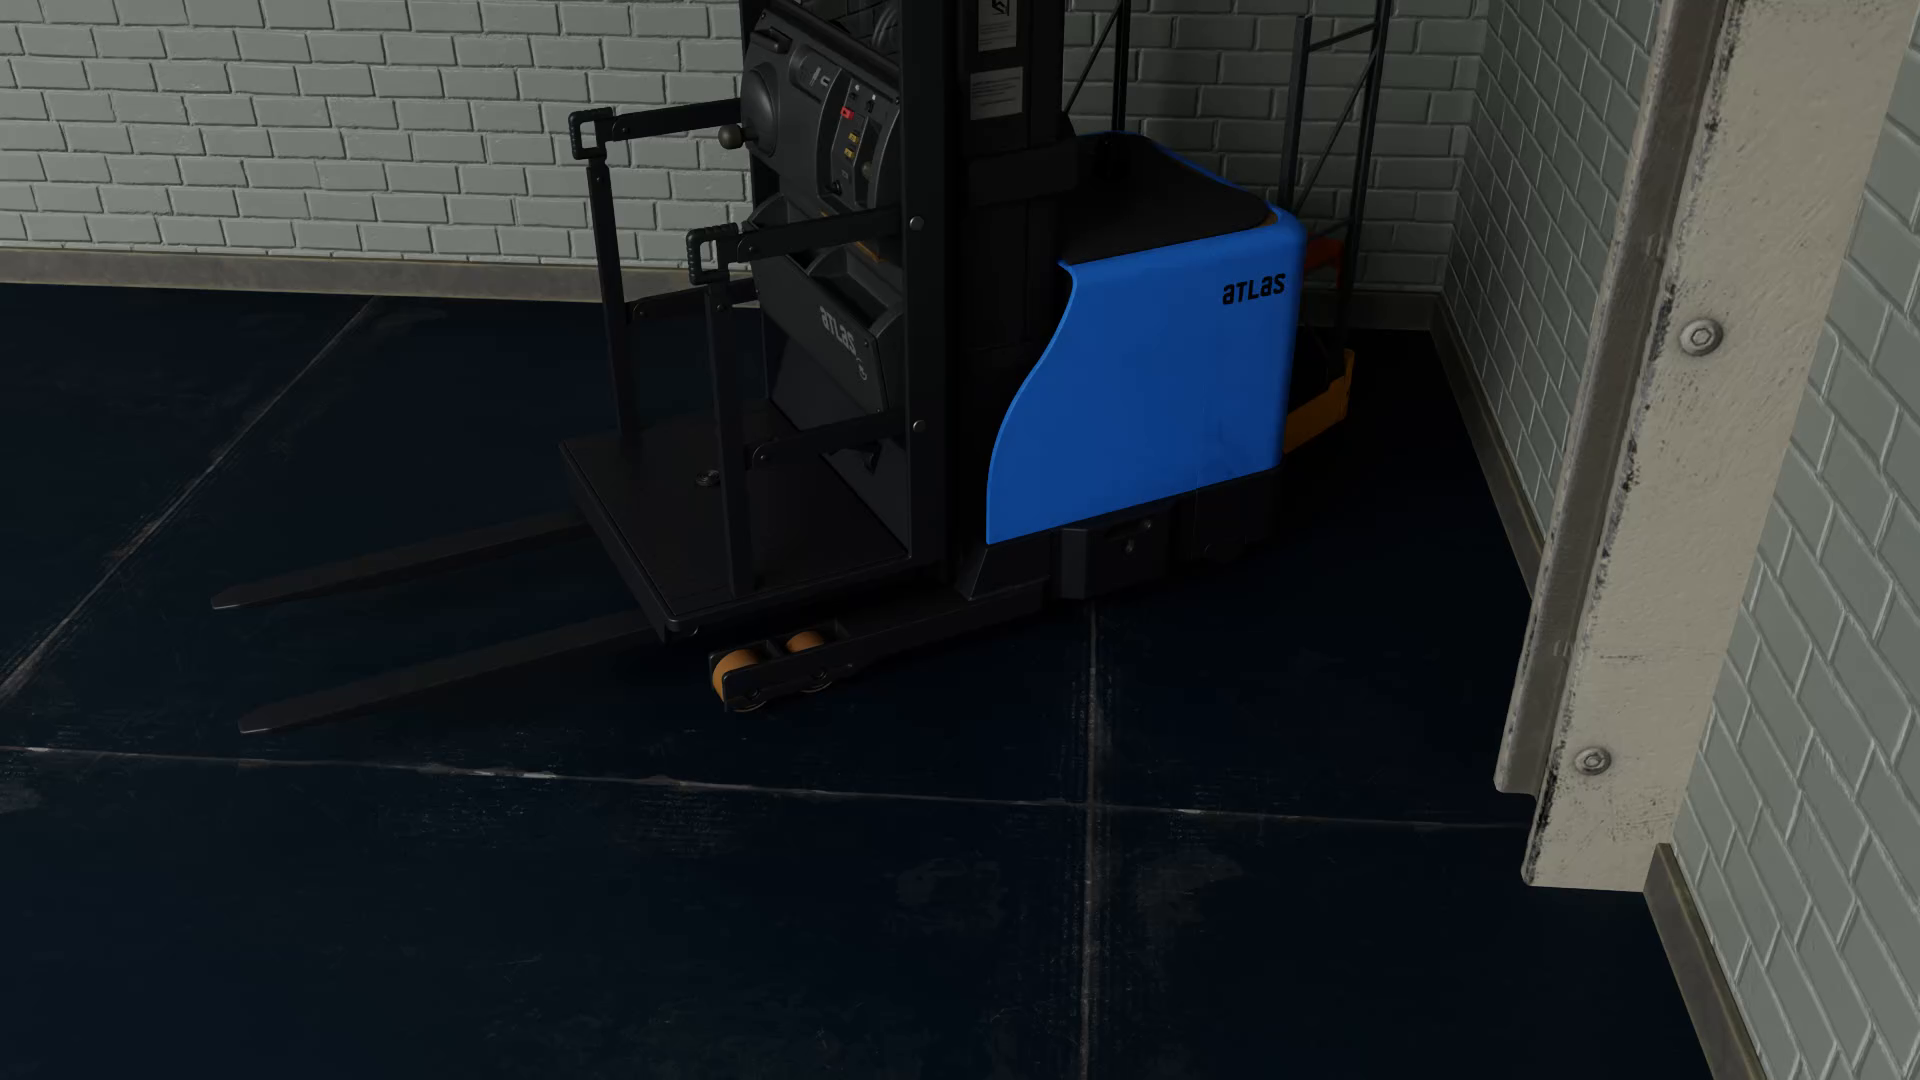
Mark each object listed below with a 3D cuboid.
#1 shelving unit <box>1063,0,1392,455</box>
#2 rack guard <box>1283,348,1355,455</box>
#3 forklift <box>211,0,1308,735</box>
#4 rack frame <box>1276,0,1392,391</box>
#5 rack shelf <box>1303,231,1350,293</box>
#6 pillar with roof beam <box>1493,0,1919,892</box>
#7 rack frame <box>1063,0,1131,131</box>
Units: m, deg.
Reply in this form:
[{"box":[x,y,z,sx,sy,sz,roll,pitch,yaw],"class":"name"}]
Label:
[{"box":[0.803,-1.166,5.713,1.083,1.500,0.587,26,40,35],"class":"shelving unit"},{"box":[1.167,-0.456,5.752,0.087,0.250,0.587,26,40,35],"class":"rack guard"},{"box":[-0.556,-1.100,4.242,3.031,2.935,1.130,-15,35,-23],"class":"forklift"},{"box":[1.168,-0.988,5.423,0.032,1.500,0.500,26,40,35],"class":"rack frame"},{"box":[0.796,-1.017,5.813,1.000,0.185,0.538,26,40,35],"class":"rack shelf"},{"box":[-2.786,-3.297,2.023,9.100,9.000,0.400,2,32,4],"class":"pillar with roof beam"},{"box":[0.424,-1.352,6.014,0.032,1.500,0.500,26,40,35],"class":"rack frame"}]
